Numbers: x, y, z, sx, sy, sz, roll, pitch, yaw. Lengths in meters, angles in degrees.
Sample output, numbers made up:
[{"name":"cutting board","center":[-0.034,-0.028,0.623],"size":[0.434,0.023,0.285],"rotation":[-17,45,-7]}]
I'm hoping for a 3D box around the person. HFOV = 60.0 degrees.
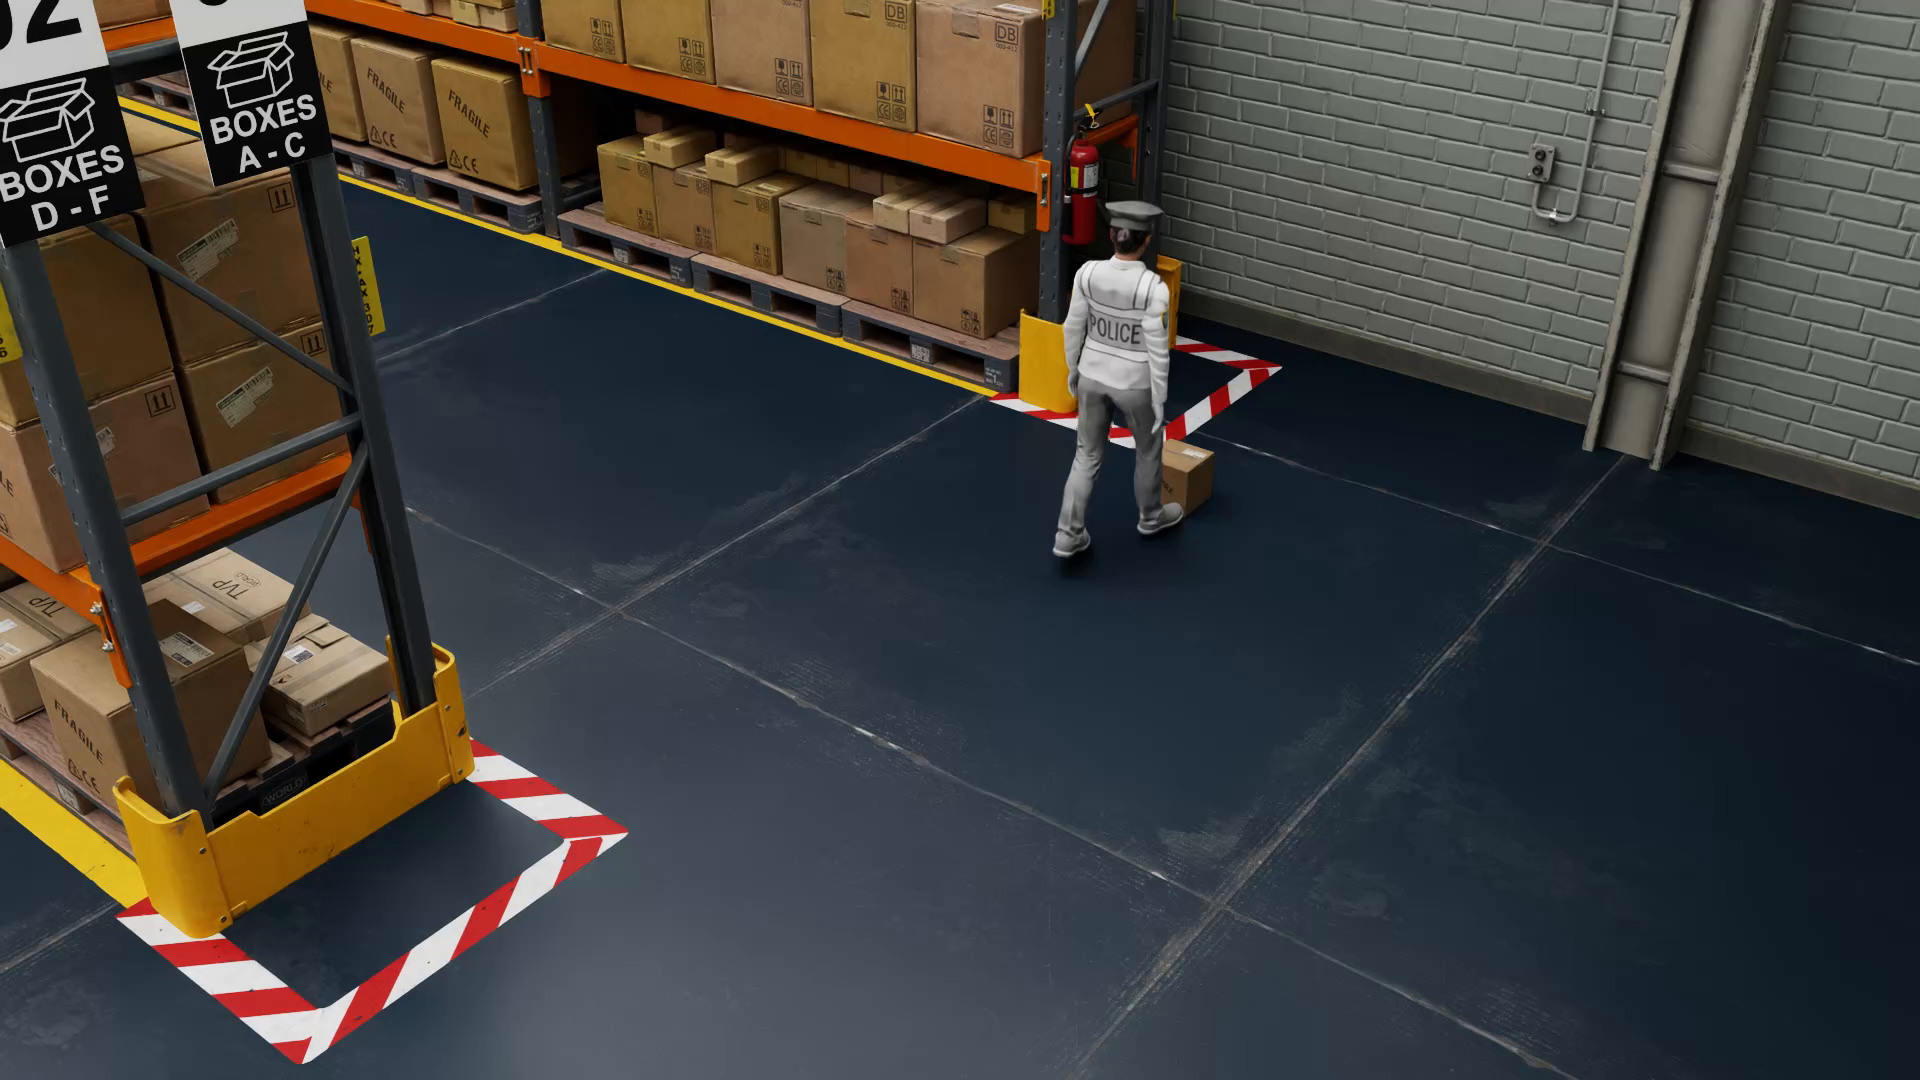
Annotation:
[{"name":"person","center":[0.713,-0.710,7.286],"size":[0.519,1.638,0.742],"rotation":[17,35,26]}]
